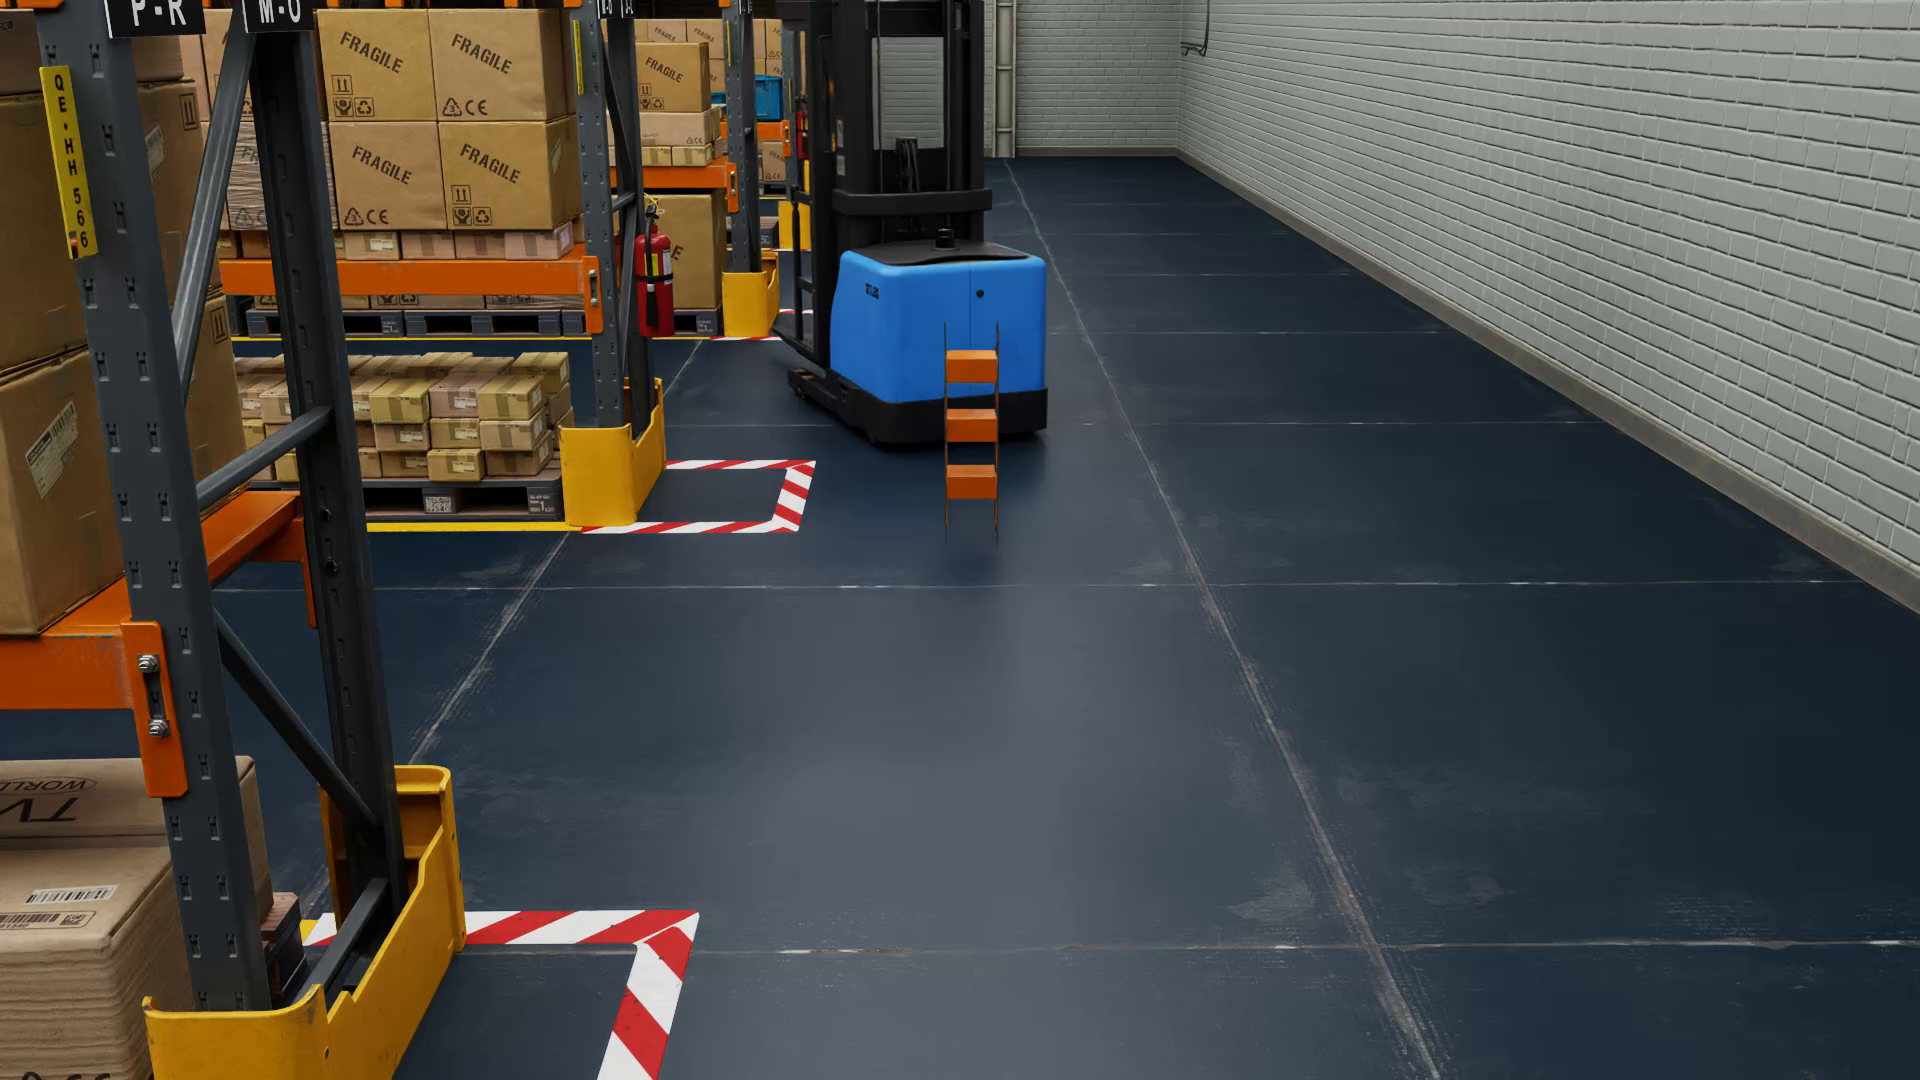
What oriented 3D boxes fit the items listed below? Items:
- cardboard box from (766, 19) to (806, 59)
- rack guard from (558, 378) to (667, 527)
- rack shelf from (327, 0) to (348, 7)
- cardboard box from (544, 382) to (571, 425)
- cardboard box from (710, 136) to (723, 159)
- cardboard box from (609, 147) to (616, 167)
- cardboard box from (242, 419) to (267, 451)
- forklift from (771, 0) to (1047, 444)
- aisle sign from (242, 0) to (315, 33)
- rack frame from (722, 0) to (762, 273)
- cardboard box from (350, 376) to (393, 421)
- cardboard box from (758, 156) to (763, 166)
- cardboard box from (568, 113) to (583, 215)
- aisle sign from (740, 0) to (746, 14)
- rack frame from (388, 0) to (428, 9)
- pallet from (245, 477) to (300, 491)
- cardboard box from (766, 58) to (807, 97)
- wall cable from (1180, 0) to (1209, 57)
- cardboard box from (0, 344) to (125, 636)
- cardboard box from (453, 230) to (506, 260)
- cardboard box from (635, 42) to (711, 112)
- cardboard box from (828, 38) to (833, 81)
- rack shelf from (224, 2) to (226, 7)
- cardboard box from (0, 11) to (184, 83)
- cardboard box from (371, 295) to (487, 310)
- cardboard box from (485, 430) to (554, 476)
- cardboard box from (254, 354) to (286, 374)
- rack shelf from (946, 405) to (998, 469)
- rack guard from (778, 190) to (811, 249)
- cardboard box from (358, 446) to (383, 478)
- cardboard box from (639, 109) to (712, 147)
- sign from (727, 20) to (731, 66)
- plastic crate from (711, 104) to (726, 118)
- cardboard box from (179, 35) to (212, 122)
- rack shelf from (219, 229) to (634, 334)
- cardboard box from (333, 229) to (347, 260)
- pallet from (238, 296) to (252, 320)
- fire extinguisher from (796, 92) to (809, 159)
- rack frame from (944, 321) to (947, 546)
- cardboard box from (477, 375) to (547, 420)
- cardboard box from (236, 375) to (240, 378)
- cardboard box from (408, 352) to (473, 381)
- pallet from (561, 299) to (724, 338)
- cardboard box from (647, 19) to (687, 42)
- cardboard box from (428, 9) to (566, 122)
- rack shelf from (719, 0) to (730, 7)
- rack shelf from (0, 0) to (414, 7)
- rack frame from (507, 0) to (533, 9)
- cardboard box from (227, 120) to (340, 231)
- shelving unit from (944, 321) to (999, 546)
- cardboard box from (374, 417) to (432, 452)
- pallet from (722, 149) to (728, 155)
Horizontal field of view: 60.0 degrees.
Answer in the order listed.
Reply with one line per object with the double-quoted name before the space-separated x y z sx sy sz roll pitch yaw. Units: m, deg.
"cardboard box" -2.301 -6.652 22.071 0.500 0.500 0.500 0 18 -1
"rack guard" -1.807 -0.482 8.733 0.348 0.500 1.175 0 18 -1
"rack shelf" -11.941 -8.764 26.725 4.000 0.370 1.077 0 18 -1
"cardboard box" -2.259 -0.733 8.915 0.250 0.149 0.380 0 18 1
"cardboard box" -2.068 -3.168 13.423 0.250 0.149 0.380 0 18 0
"cardboard box" -2.571 -2.964 12.787 0.250 0.149 0.380 0 18 -1
"cardboard box" -3.548 -0.562 8.383 0.250 0.149 0.380 1 18 2
"forklift" -0.503 -2.356 10.594 1.130 2.935 3.031 -7 19 -21
"aisle sign" -1.484 -1.488 3.521 0.004 0.787 0.394 0 18 -1
"rack frame" -1.708 -3.188 13.076 0.127 3.000 1.000 0 18 -1
"cardboard box" -3.025 -0.713 8.366 0.250 0.149 0.380 -1 18 -3
"cardboard box" -2.909 -5.196 23.115 0.500 0.250 0.500 0 18 -1
"cardboard box" -2.184 -1.944 8.548 0.500 0.500 0.500 1 18 2
"aisle sign" -1.631 -4.335 12.394 0.004 0.787 0.394 0 18 -1
"rack frame" -5.786 -4.682 17.732 0.127 3.000 1.000 0 18 -1
"pallet" -3.836 -0.347 8.783 1.213 0.211 1.003 0 18 -1
"cardboard box" -2.304 -6.176 22.227 0.500 0.500 0.500 0 18 1
"wall cable" 3.718 -9.023 26.527 0.112 2.526 3.097 0 18 -1
"cardboard box" -2.030 -0.126 3.366 0.500 0.500 0.500 0 18 -1
"cardboard box" -2.302 -1.476 8.149 0.250 0.149 0.380 0 18 -1
"cardboard box" -2.191 -3.533 12.681 0.500 0.500 0.500 0 18 0
"cardboard box" -2.452 -7.864 27.161 0.700 0.700 0.980 1 18 2
"rack shelf" -11.859 -7.251 22.009 4.000 0.370 1.077 0 18 -1
"cardboard box" -1.911 -1.077 3.632 0.250 0.149 0.380 0 18 0
"cardboard box" -4.146 -2.340 13.224 0.875 0.875 0.875 0 18 -1
"cardboard box" -2.254 -0.449 8.517 0.250 0.149 0.380 0 18 0
"cardboard box" -3.576 -0.888 8.910 0.250 0.149 0.380 0 18 0
"rack shelf" 0.053 -0.490 7.891 0.240 0.259 0.215 0 18 -1
"rack guard" -1.762 -3.515 18.186 0.348 0.500 1.175 0 18 -1
"cardboard box" -3.022 -0.437 8.479 0.250 0.149 0.380 0 18 0
"cardboard box" -2.188 -3.175 12.794 0.500 0.250 0.500 -1 18 -2
"sign" -1.713 -3.687 12.346 0.005 0.325 0.100 0 18 -1
"plastic crate" -2.599 -4.545 17.638 0.243 0.136 0.396 0 18 -1
"cardboard box" -3.740 -2.249 7.860 0.500 0.500 0.500 -1 18 -3
"rack shelf" -3.731 -1.321 8.432 4.000 0.370 1.077 0 18 -1
"cardboard box" -3.071 -1.469 8.128 0.250 0.149 0.380 -1 18 -3
"pallet" -6.478 -1.815 13.358 1.213 0.211 1.003 0 18 -1
"fire extinguisher" -1.628 -4.349 17.430 0.183 0.674 0.296 0 18 -1
"rack frame" -0.068 -0.500 7.886 0.008 1.050 0.200 0 18 -1
"cardboard box" -2.256 -0.719 8.383 0.250 0.149 0.380 0 18 0
"cardboard box" -3.820 -0.718 8.380 0.250 0.149 0.380 0 18 -1
"cardboard box" -2.788 -0.900 8.948 0.250 0.149 0.380 0 18 -1
"pallet" -2.506 -1.833 13.415 1.213 0.211 1.003 0 18 -1
"cardboard box" -3.838 -6.642 22.043 0.500 0.500 0.500 0 18 1
"cardboard box" -2.184 -2.260 7.895 0.500 0.500 0.500 -1 18 -2
"rack shelf" -3.708 -4.264 12.698 4.000 0.370 1.077 0 18 -1
"rack shelf" -7.785 -5.758 17.353 4.000 0.370 1.077 0 18 -1
"rack frame" -5.860 -6.195 22.448 0.127 3.000 1.000 0 18 -1
"cardboard box" -3.198 -1.775 8.020 0.500 0.500 0.500 0 18 -1
"shelving unit" 0.053 -0.500 7.888 0.252 1.050 0.215 0 18 -1
"cardboard box" -2.774 -0.564 8.389 0.250 0.149 0.380 -1 18 -3
"pallet" -3.958 -6.366 27.548 1.213 0.211 1.003 0 18 -1
